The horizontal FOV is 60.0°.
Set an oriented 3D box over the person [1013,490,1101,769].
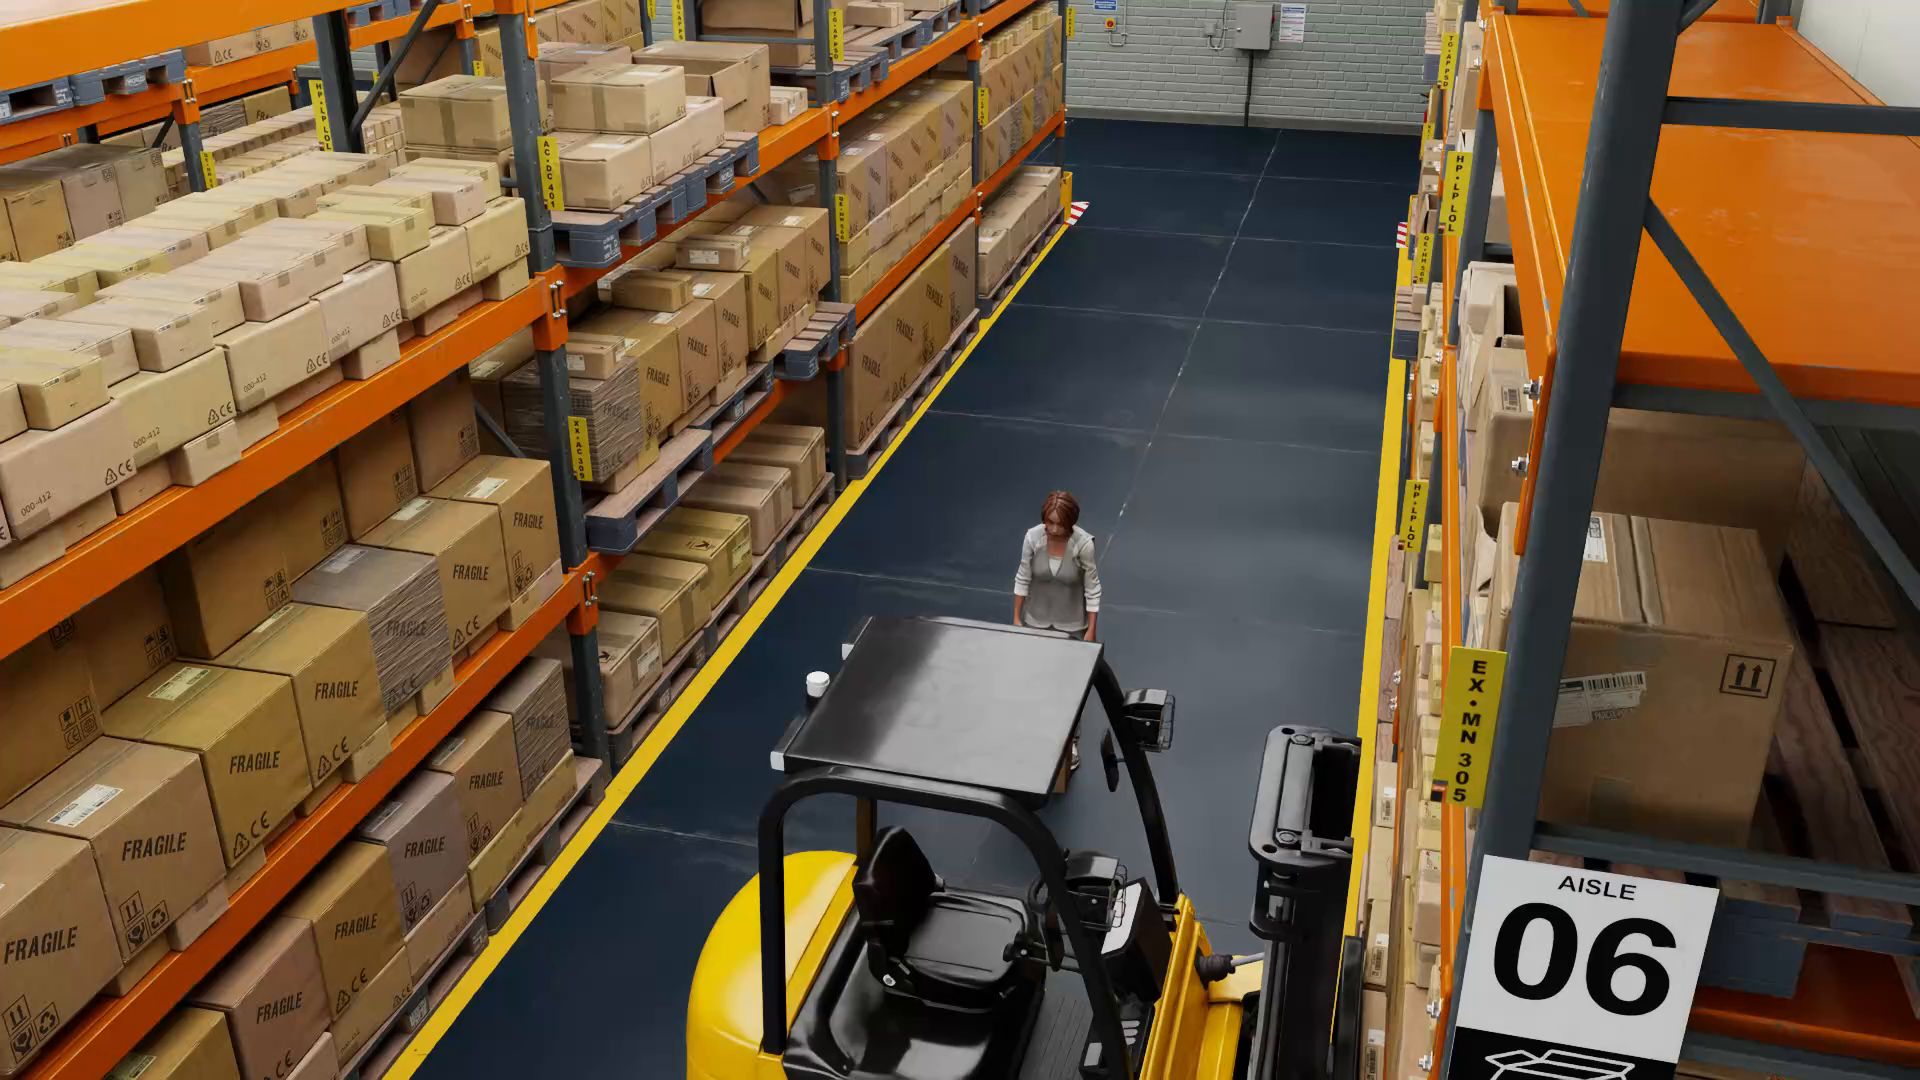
[{"bbox_3d":[0.504,0.459,8.756,0.460,1.582,0.343,7,26,13],"label":"person"}]
